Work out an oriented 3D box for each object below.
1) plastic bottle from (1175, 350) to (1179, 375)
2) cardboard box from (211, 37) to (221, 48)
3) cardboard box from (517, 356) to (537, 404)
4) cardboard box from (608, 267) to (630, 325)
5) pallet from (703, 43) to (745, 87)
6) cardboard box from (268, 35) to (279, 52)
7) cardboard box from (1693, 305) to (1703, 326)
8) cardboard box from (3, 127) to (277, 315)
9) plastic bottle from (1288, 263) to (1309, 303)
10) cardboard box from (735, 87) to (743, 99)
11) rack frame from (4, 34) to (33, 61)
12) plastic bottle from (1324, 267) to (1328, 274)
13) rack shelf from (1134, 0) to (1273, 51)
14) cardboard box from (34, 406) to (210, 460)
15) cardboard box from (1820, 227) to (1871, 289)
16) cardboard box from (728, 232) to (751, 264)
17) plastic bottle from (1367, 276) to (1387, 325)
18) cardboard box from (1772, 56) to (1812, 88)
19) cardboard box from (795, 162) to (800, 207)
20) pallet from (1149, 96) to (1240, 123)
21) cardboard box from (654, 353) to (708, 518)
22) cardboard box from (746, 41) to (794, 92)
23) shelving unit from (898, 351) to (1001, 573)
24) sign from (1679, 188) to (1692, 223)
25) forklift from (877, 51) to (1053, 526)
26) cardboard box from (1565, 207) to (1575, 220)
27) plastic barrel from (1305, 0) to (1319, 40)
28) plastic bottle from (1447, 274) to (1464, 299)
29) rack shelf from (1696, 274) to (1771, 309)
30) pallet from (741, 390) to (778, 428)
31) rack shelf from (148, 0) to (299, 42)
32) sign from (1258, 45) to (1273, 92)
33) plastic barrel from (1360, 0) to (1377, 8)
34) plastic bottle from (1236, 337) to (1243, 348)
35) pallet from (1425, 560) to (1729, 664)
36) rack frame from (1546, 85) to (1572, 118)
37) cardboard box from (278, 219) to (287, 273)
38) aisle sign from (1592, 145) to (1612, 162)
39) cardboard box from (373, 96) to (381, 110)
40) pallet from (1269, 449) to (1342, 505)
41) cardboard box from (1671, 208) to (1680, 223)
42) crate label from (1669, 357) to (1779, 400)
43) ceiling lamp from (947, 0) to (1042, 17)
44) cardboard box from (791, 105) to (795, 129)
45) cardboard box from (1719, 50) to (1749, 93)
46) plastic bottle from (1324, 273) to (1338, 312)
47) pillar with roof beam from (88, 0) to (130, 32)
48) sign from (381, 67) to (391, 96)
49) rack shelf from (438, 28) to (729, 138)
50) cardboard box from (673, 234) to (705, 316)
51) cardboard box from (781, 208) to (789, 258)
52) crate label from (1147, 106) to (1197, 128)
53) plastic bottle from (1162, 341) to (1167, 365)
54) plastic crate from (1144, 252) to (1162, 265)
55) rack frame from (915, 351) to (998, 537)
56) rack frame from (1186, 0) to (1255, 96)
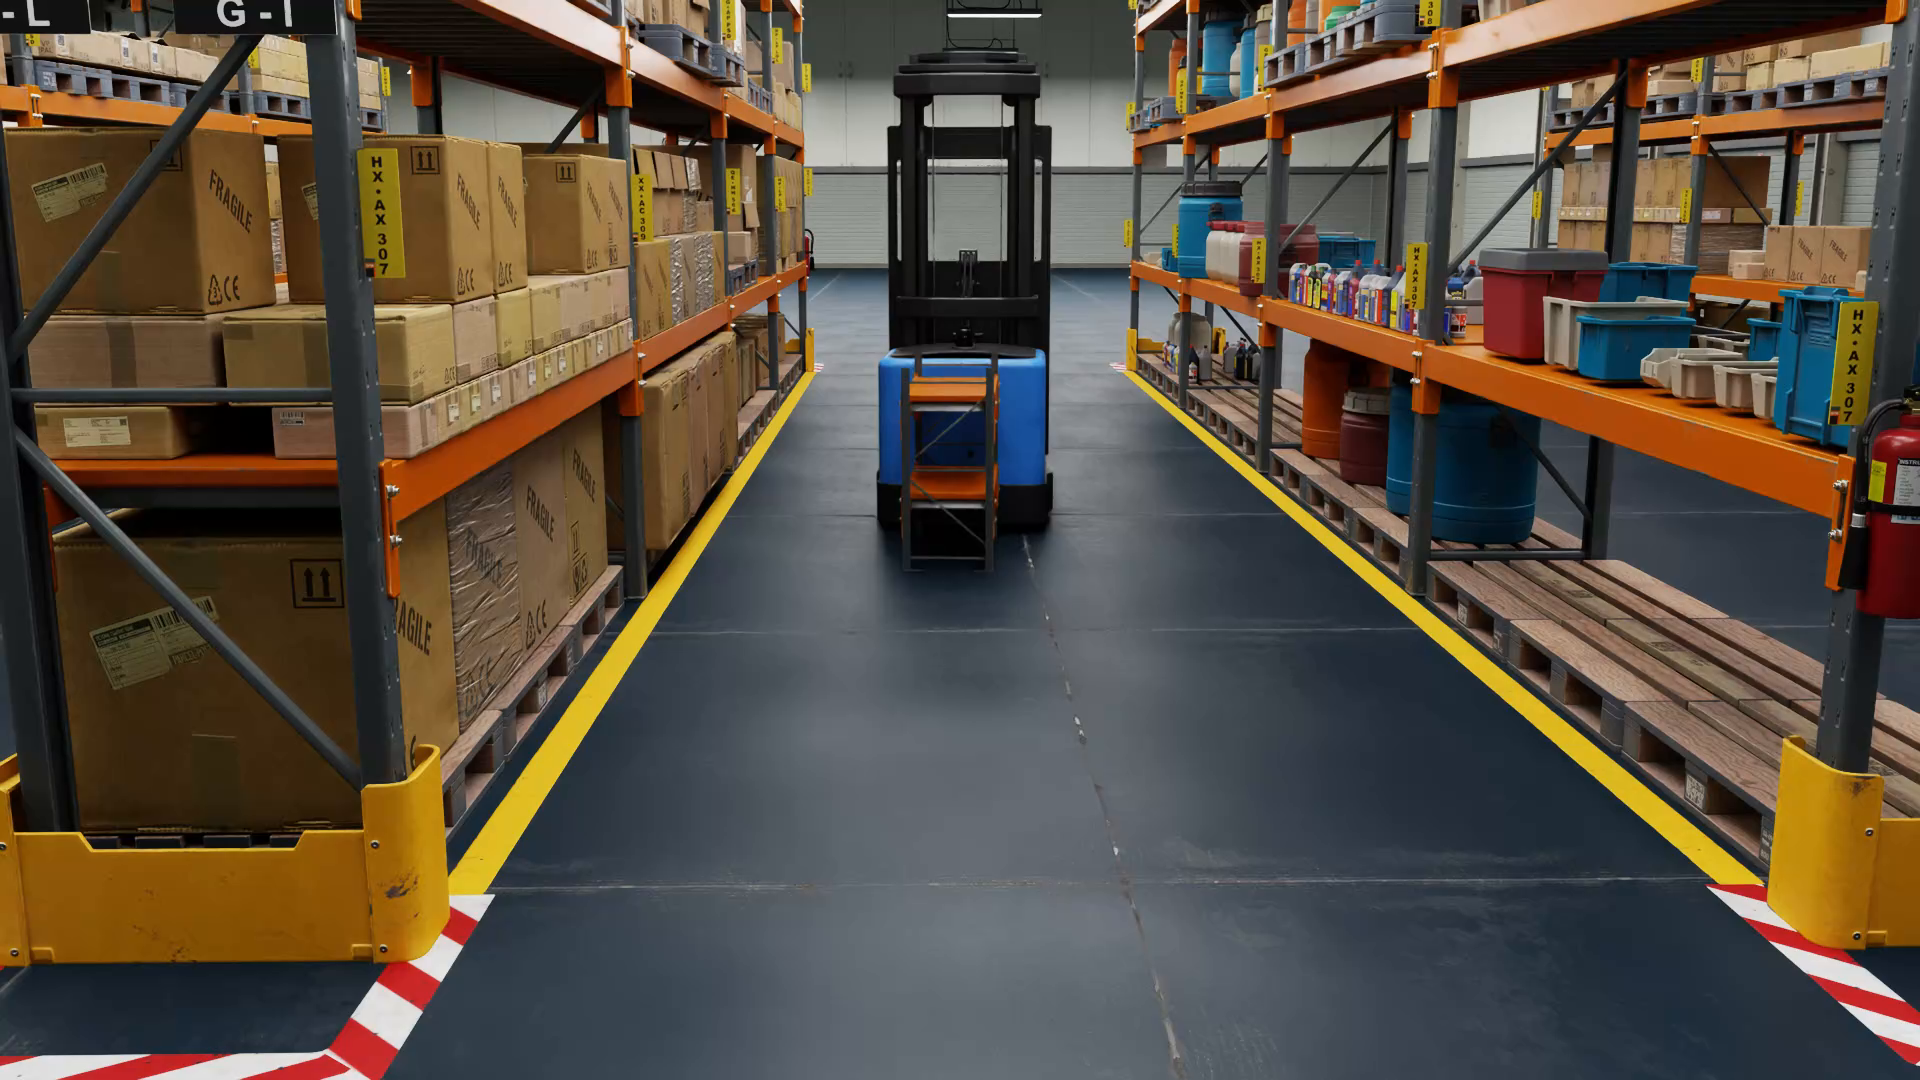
[{"bbox_3d":[2.355,-1.924,17.553,0.144,0.351,0.185,0,11,-2],"label":"plastic bottle"},{"bbox_3d":[-7.582,-4.921,16.544,0.380,0.149,0.250,0,11,-1],"label":"cardboard box"},{"bbox_3d":[-1.743,-0.576,5.985,0.380,0.149,0.250,0,11,-2],"label":"cardboard box"},{"bbox_3d":[-1.848,-1.152,7.823,0.500,0.250,0.500,0,11,-2],"label":"cardboard box"},{"bbox_3d":[-2.135,-3.211,11.275,1.213,0.211,1.003,0,11,1],"label":"pallet"},{"bbox_3d":[-6.920,-4.874,16.312,0.380,0.149,0.250,0,11,-2],"label":"cardboard box"},{"bbox_3d":[7.393,-2.213,17.398,0.500,0.500,0.500,0,11,-1],"label":"cardboard box"},{"bbox_3d":[-2.309,-0.907,4.729,0.500,0.500,0.500,0,11,0],"label":"cardboard box"},{"bbox_3d":[2.436,-1.834,11.867,0.152,0.276,0.135,0,11,-1],"label":"plastic bottle"},{"bbox_3d":[-1.967,-3.555,12.870,0.500,0.250,0.500,0,11,0],"label":"cardboard box"},{"bbox_3d":[-7.163,-4.902,11.587,1.000,3.000,0.127,0,11,-1],"label":"rack frame"},{"bbox_3d":[2.481,-1.717,11.301,0.097,0.271,0.097,0,11,0],"label":"plastic bottle"},{"bbox_3d":[2.626,-5.566,17.679,1.077,0.370,4.000,0,11,-1],"label":"rack shelf"},{"bbox_3d":[-2.373,-0.318,4.713,0.380,0.149,0.250,0,11,0],"label":"cardboard box"},{"bbox_3d":[7.651,-2.384,14.015,0.500,0.500,0.500,-1,11,-4],"label":"cardboard box"},{"bbox_3d":[-2.007,-2.428,13.804,0.500,0.250,0.500,-1,11,-3],"label":"cardboard box"},{"bbox_3d":[2.481,-1.403,9.741,0.152,0.276,0.135,0,11,-1],"label":"plastic bottle"},{"bbox_3d":[7.637,-4.167,14.834,0.500,0.250,0.500,-1,12,-7],"label":"cardboard box"},{"bbox_3d":[-2.093,-4.029,18.860,0.500,0.500,0.500,0,11,-1],"label":"cardboard box"},{"bbox_3d":[2.555,-4.298,16.630,1.213,0.211,1.003,0,11,-1],"label":"pallet"},{"bbox_3d":[-2.172,-0.636,9.937,1.225,0.875,0.875,-1,11,-3],"label":"cardboard box"},{"bbox_3d":[-2.082,-5.155,18.122,0.500,0.500,0.500,0,11,-1],"label":"cardboard box"},{"bbox_3d":[-0.044,-0.476,9.577,0.538,1.125,1.048,1,11,3],"label":"shelving unit"},{"bbox_3d":[7.065,-3.257,16.194,0.100,0.325,0.005,0,11,-1],"label":"sign"},{"bbox_3d":[0.075,-1.769,11.406,1.130,2.935,3.031,1,11,3],"label":"forklift"},{"bbox_3d":[7.338,-3.827,19.498,0.380,0.149,0.250,-1,11,-3],"label":"cardboard box"},{"bbox_3d":[2.950,-3.862,12.746,0.600,0.901,0.600,0,11,0],"label":"plastic barrel"},{"bbox_3d":[3.057,-1.509,10.276,0.097,0.271,0.097,0,11,0],"label":"plastic bottle"},{"bbox_3d":[7.578,-2.842,18.332,1.077,0.370,4.000,0,11,-1],"label":"rack shelf"},{"bbox_3d":[-2.267,-1.236,15.618,1.003,0.211,1.213,0,11,-1],"label":"pallet"},{"bbox_3d":[-7.287,-5.546,17.577,1.077,0.370,4.000,0,11,-1],"label":"rack shelf"},{"bbox_3d":[2.200,-3.397,11.979,0.100,0.325,0.005,0,11,-1],"label":"sign"},{"bbox_3d":[2.645,-3.447,9.645,0.600,0.901,0.708,0,11,-1],"label":"plastic barrel"},{"bbox_3d":[3.049,-2.016,18.007,0.144,0.351,0.185,0,11,1],"label":"plastic bottle"},{"bbox_3d":[2.887,0.326,7.923,1.003,0.211,1.213,0,11,-1],"label":"pallet"},{"bbox_3d":[7.537,-6.532,19.624,1.000,3.000,0.127,0,11,-1],"label":"rack frame"},{"bbox_3d":[-7.299,-3.013,16.987,0.875,0.550,0.550,0,11,-1],"label":"cardboard box"},{"bbox_3d":[7.829,-4.880,20.032,0.394,0.787,0.004,0,11,-1],"label":"aisle sign"},{"bbox_3d":[-6.982,-5.089,19.378,0.380,0.149,0.250,0,11,-1],"label":"cardboard box"},{"bbox_3d":[2.808,-0.459,11.790,1.003,0.211,1.213,0,11,-1],"label":"pallet"},{"bbox_3d":[7.397,-3.266,16.731,0.380,0.149,0.250,0,11,-2],"label":"cardboard box"},{"bbox_3d":[2.696,-0.566,5.818,0.396,0.136,0.243,0,11,-1],"label":"crate label"},{"bbox_3d":[0.719,-12.612,34.912,2.000,3.185,0.800,0,11,-1],"label":"ceiling lamp"},{"bbox_3d":[-2.088,-4.653,18.281,0.500,0.250,0.500,0,11,0],"label":"cardboard box"},{"bbox_3d":[7.873,-4.692,16.436,0.500,0.500,0.500,1,11,4],"label":"cardboard box"},{"bbox_3d":[2.430,-1.625,10.847,0.097,0.271,0.097,0,11,0],"label":"plastic bottle"},{"bbox_3d":[-14.192,-9.884,36.145,9.100,9.000,0.548,0,11,-1],"label":"pillar with roof beam"},{"bbox_3d":[-6.785,-5.416,19.641,0.100,0.325,0.005,0,11,-1],"label":"sign"},{"bbox_3d":[-2.161,-2.682,9.998,1.077,0.370,4.000,0,11,-1],"label":"rack shelf"},{"bbox_3d":[-1.925,-1.711,10.699,0.500,0.500,0.500,-1,11,-3],"label":"cardboard box"},{"bbox_3d":[-2.207,-3.141,16.997,0.875,0.500,0.500,0,11,-1],"label":"cardboard box"},{"bbox_3d":[2.293,-4.596,17.999,0.502,0.251,0.408,0,11,-1],"label":"crate label"},{"bbox_3d":[2.311,-2.089,18.568,0.097,0.271,0.097,0,11,0],"label":"plastic bottle"},{"bbox_3d":[2.282,-3.264,19.266,0.298,0.136,0.250,0,11,-1],"label":"plastic crate"},{"bbox_3d":[-0.022,-0.577,10.074,0.500,1.125,0.032,1,11,3],"label":"rack frame"},{"bbox_3d":[2.667,-5.717,15.608,1.000,3.000,0.127,0,11,-1],"label":"rack frame"}]
